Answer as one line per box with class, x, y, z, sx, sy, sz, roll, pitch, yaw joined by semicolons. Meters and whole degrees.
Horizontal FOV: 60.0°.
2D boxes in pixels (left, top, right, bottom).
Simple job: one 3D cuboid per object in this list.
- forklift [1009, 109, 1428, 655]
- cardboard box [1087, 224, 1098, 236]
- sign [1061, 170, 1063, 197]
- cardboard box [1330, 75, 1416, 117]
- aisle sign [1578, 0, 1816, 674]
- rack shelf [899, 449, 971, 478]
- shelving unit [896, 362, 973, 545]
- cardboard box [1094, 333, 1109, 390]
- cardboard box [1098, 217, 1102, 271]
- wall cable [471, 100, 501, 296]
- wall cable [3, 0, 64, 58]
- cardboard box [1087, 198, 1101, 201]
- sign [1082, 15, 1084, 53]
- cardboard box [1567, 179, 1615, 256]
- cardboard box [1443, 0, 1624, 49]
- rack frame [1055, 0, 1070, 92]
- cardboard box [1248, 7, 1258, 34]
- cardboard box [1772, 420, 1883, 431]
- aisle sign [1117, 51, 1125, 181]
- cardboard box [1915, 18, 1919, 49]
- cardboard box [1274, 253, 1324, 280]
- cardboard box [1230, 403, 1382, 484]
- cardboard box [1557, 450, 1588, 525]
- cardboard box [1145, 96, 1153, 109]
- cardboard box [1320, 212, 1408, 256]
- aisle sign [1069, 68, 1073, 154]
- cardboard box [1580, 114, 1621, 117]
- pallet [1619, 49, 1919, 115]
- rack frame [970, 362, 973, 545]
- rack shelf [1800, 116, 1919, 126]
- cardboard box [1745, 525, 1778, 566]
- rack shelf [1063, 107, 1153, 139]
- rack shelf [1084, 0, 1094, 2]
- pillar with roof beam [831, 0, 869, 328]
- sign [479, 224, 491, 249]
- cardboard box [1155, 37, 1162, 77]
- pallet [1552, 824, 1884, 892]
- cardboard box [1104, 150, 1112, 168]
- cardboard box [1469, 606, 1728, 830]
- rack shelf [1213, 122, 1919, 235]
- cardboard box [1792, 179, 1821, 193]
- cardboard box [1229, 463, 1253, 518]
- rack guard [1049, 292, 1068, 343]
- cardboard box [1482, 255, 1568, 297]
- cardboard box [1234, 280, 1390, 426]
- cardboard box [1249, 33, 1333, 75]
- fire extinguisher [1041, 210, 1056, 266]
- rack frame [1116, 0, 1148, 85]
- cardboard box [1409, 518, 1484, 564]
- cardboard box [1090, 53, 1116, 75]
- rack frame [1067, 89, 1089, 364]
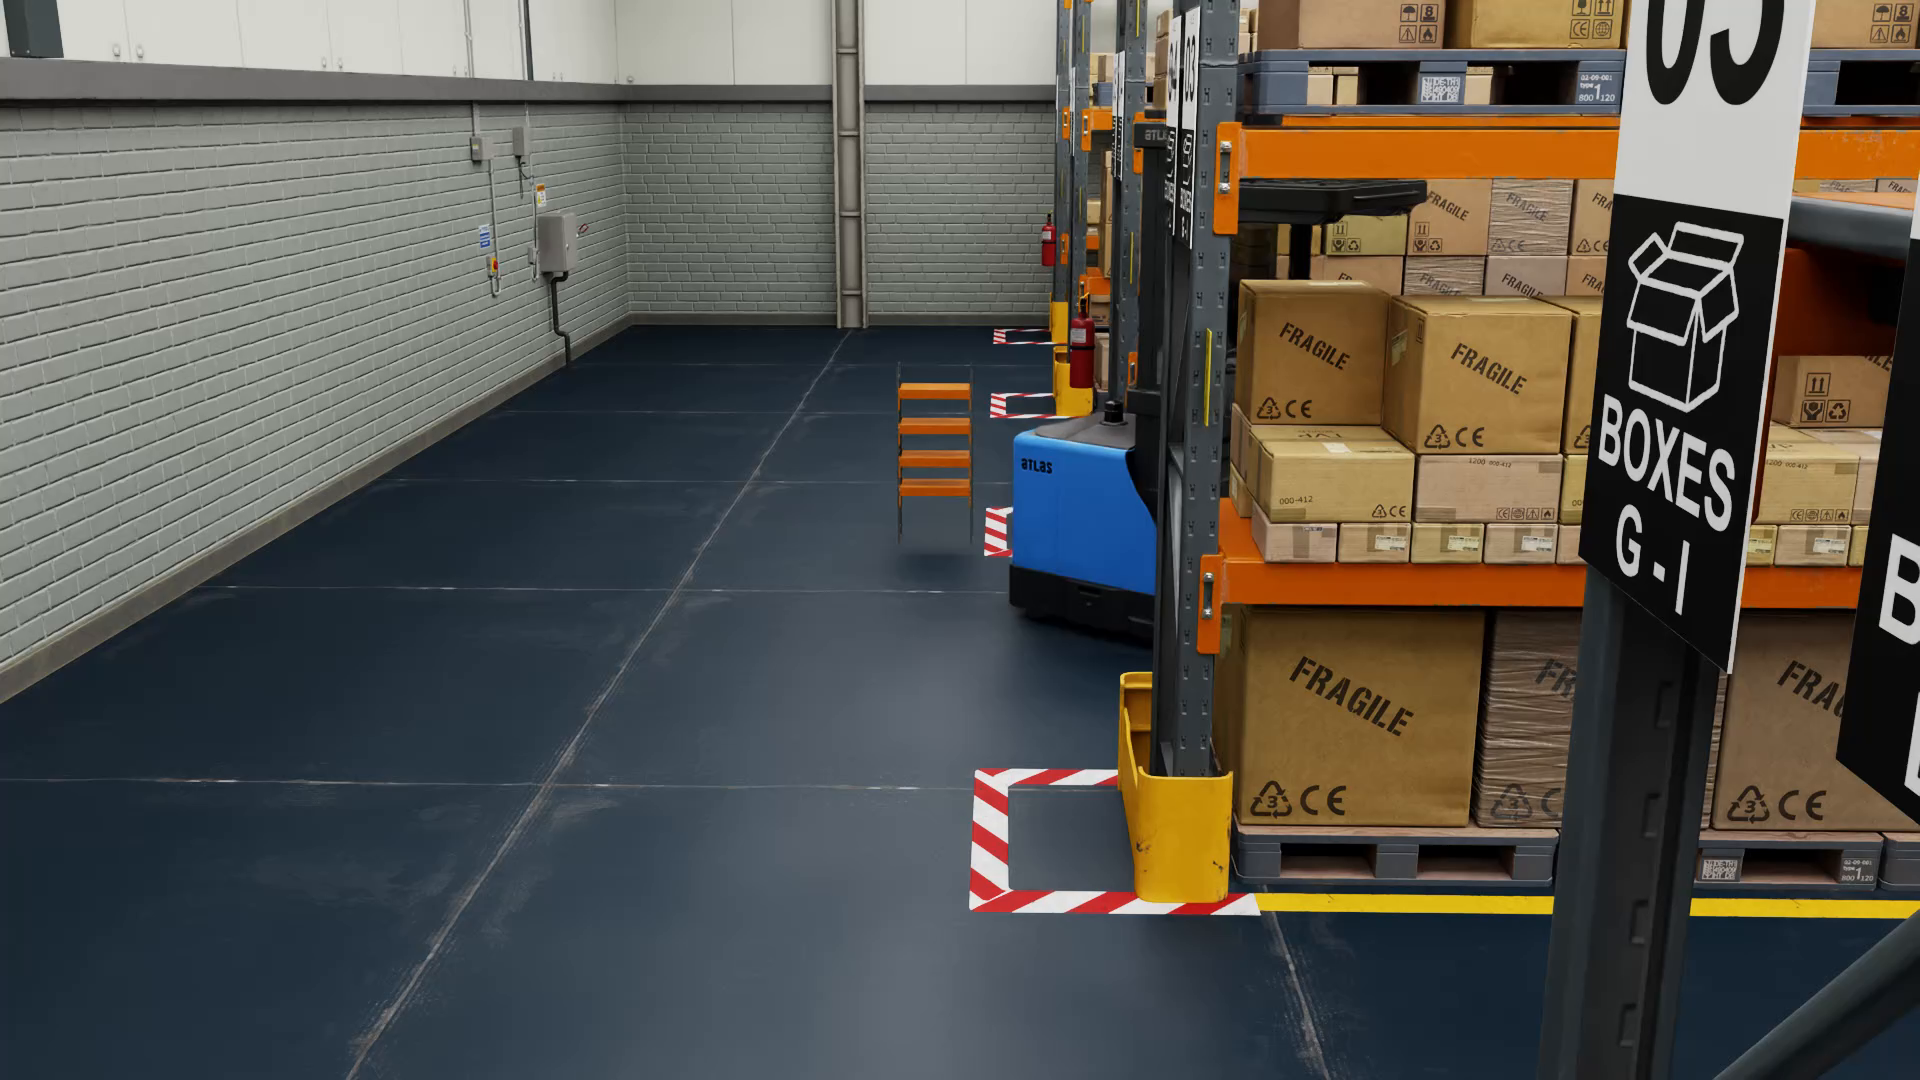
forklift;1.751;-0.841;8.780;3.031;2.935;1.130;12;19;37
cardboard box;1.570;-3.844;20.522;0.250;0.149;0.380;0;15;1
sign;1.235;-4.318;20.128;0.005;0.325;0.100;0;15;1
cardboard box;2.584;-2.814;10.539;0.500;0.250;0.500;0;15;0
aisle sign;0.682;-0.313;1.552;0.004;0.787;0.394;0;15;1
rack shelf;-0.165;-0.516;11.208;0.480;0.148;0.258;0;15;1
shelving unit;-0.165;-0.581;11.191;0.503;1.200;0.258;0;15;1
cardboard box;1.788;-1.757;16.319;0.875;0.438;0.875;0;15;0
cardboard box;1.615;-2.884;16.196;0.500;0.500;0.500;0;15;2
wall cable;-4.512;-3.309;15.948;0.123;1.953;0.585;0;15;1
wall cable;-4.692;-5.616;8.681;0.120;5.999;2.277;0;15;1
cardboard box;1.715;-4.173;20.989;0.500;0.250;0.500;1;15;3
sign;1.105;-4.541;14.924;0.005;0.325;0.100;0;15;1
cardboard box;4.105;-2.094;10.658;0.500;0.500;0.500;0;15;0
cardboard box;1.953;-1.970;5.833;0.500;0.500;0.700;0;15;-1
rack frame;1.249;-6.938;19.998;0.127;3.000;1.000;0;15;1
cardboard box;1.942;-3.234;10.371;0.250;0.149;0.380;0;15;1
cardboard box;3.393;-0.366;6.558;0.500;0.250;0.500;1;15;3
aisle sign;1.020;-2.689;10.558;0.004;0.787;0.394;0;15;1
cardboard box;3.550;-1.963;5.804;0.500;0.500;0.700;1;15;4
cardboard box;2.078;-1.630;10.860;0.500;0.500;0.500;0;15;2
cardboard box;1.364;-0.380;6.612;0.500;0.250;0.500;0;15;1
cardboard box;2.367;-0.238;6.072;0.500;0.250;0.500;0;15;0
cardboard box;2.327;-5.276;20.070;0.250;0.149;0.380;1;15;3
cardboard box;2.566;-2.103;10.691;0.500;0.500;0.500;0;15;0
aisle sign;1.062;-4.108;15.935;0.004;0.787;0.394;0;15;1
cardboard box;4.103;-2.801;10.490;0.500;0.250;0.500;0;15;1
pallet;2.837;-1.642;5.979;1.213;0.211;1.003;0;15;1
rack frame;0.078;-0.580;11.185;0.015;1.200;0.240;0;15;1
rack shelf;7.098;-2.572;10.739;4.000;0.370;1.077;0;15;1
cardboard box;2.757;-0.027;6.053;0.250;0.149;0.380;0;15;0
rack shelf;3.248;-5.127;20.423;4.000;0.370;1.077;0;15;1
rack shelf;3.125;-5.118;15.293;4.000;0.370;1.077;0;15;1
pillar with roof beam;-1.534;-6.088;16.774;0.400;9.000;9.100;0;15;1
sign;-4.574;-2.921;16.002;0.001;0.218;0.327;0;15;1
cardboard box;1.567;-3.190;10.985;0.500;0.250;0.500;0;15;0
pallet;2.890;1.098;6.765;1.213;0.211;1.003;0;15;1
cardboard box;1.473;-3.544;15.465;0.250;0.149;0.380;1;15;3
cardboard box;2.424;0.570;6.642;0.875;0.875;0.875;0;15;1
rack shelf;2.872;-1.334;6.046;4.000;0.370;1.077;0;15;1
cardboard box;7.590;-3.194;15.410;0.500;0.500;0.500;0;15;1
cardboard box;1.237;-0.204;6.727;0.250;0.149;0.380;1;15;2
rack guard;1.325;-2.828;21.080;0.348;0.500;1.175;0;15;1
cardboard box;3.592;-1.613;10.795;0.500;0.500;0.500;0;15;1
cardboard box;1.366;-0.742;6.513;0.500;0.500;0.500;1;15;2
cardboard box;2.054;-3.056;10.476;0.500;0.250;0.500;0;15;1
fire extinguisher;1.090;-3.703;20.377;0.183;0.674;0.296;0;15;1
rack frame;1.100;-4.409;10.412;0.127;3.000;1.000;0;15;1
cardboard box;1.731;-0.033;6.079;0.250;0.149;0.380;0;15;0
cardboard box;1.686;-5.734;20.044;0.500;0.250;0.500;0;15;1
rack frame;1.126;-2.772;15.965;0.127;3.000;1.000;0;15;1
